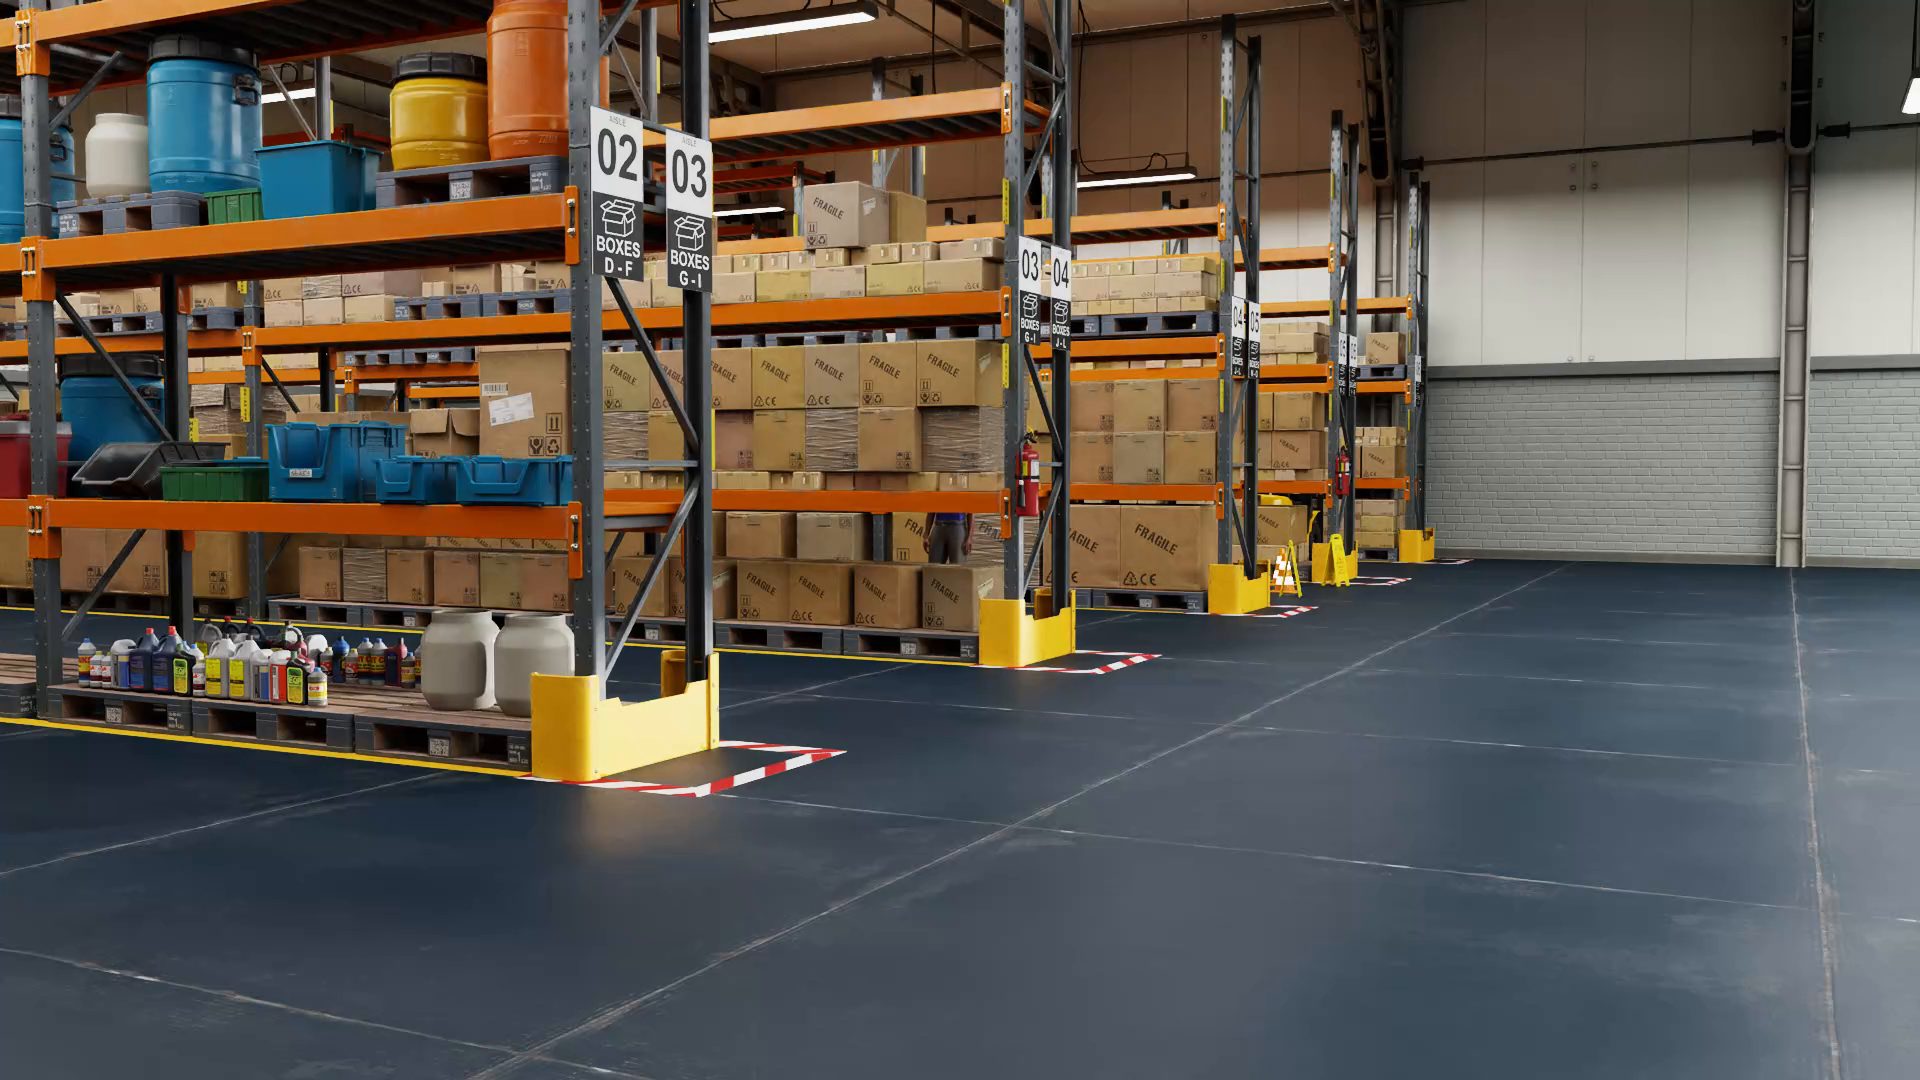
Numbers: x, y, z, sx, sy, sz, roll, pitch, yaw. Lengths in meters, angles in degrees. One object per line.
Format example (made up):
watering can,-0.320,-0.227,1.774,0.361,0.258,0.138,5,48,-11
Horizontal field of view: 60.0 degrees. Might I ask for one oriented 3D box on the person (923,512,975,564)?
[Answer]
person,-0.103,-0.035,15.183,0.493,1.571,0.348,1,3,26
